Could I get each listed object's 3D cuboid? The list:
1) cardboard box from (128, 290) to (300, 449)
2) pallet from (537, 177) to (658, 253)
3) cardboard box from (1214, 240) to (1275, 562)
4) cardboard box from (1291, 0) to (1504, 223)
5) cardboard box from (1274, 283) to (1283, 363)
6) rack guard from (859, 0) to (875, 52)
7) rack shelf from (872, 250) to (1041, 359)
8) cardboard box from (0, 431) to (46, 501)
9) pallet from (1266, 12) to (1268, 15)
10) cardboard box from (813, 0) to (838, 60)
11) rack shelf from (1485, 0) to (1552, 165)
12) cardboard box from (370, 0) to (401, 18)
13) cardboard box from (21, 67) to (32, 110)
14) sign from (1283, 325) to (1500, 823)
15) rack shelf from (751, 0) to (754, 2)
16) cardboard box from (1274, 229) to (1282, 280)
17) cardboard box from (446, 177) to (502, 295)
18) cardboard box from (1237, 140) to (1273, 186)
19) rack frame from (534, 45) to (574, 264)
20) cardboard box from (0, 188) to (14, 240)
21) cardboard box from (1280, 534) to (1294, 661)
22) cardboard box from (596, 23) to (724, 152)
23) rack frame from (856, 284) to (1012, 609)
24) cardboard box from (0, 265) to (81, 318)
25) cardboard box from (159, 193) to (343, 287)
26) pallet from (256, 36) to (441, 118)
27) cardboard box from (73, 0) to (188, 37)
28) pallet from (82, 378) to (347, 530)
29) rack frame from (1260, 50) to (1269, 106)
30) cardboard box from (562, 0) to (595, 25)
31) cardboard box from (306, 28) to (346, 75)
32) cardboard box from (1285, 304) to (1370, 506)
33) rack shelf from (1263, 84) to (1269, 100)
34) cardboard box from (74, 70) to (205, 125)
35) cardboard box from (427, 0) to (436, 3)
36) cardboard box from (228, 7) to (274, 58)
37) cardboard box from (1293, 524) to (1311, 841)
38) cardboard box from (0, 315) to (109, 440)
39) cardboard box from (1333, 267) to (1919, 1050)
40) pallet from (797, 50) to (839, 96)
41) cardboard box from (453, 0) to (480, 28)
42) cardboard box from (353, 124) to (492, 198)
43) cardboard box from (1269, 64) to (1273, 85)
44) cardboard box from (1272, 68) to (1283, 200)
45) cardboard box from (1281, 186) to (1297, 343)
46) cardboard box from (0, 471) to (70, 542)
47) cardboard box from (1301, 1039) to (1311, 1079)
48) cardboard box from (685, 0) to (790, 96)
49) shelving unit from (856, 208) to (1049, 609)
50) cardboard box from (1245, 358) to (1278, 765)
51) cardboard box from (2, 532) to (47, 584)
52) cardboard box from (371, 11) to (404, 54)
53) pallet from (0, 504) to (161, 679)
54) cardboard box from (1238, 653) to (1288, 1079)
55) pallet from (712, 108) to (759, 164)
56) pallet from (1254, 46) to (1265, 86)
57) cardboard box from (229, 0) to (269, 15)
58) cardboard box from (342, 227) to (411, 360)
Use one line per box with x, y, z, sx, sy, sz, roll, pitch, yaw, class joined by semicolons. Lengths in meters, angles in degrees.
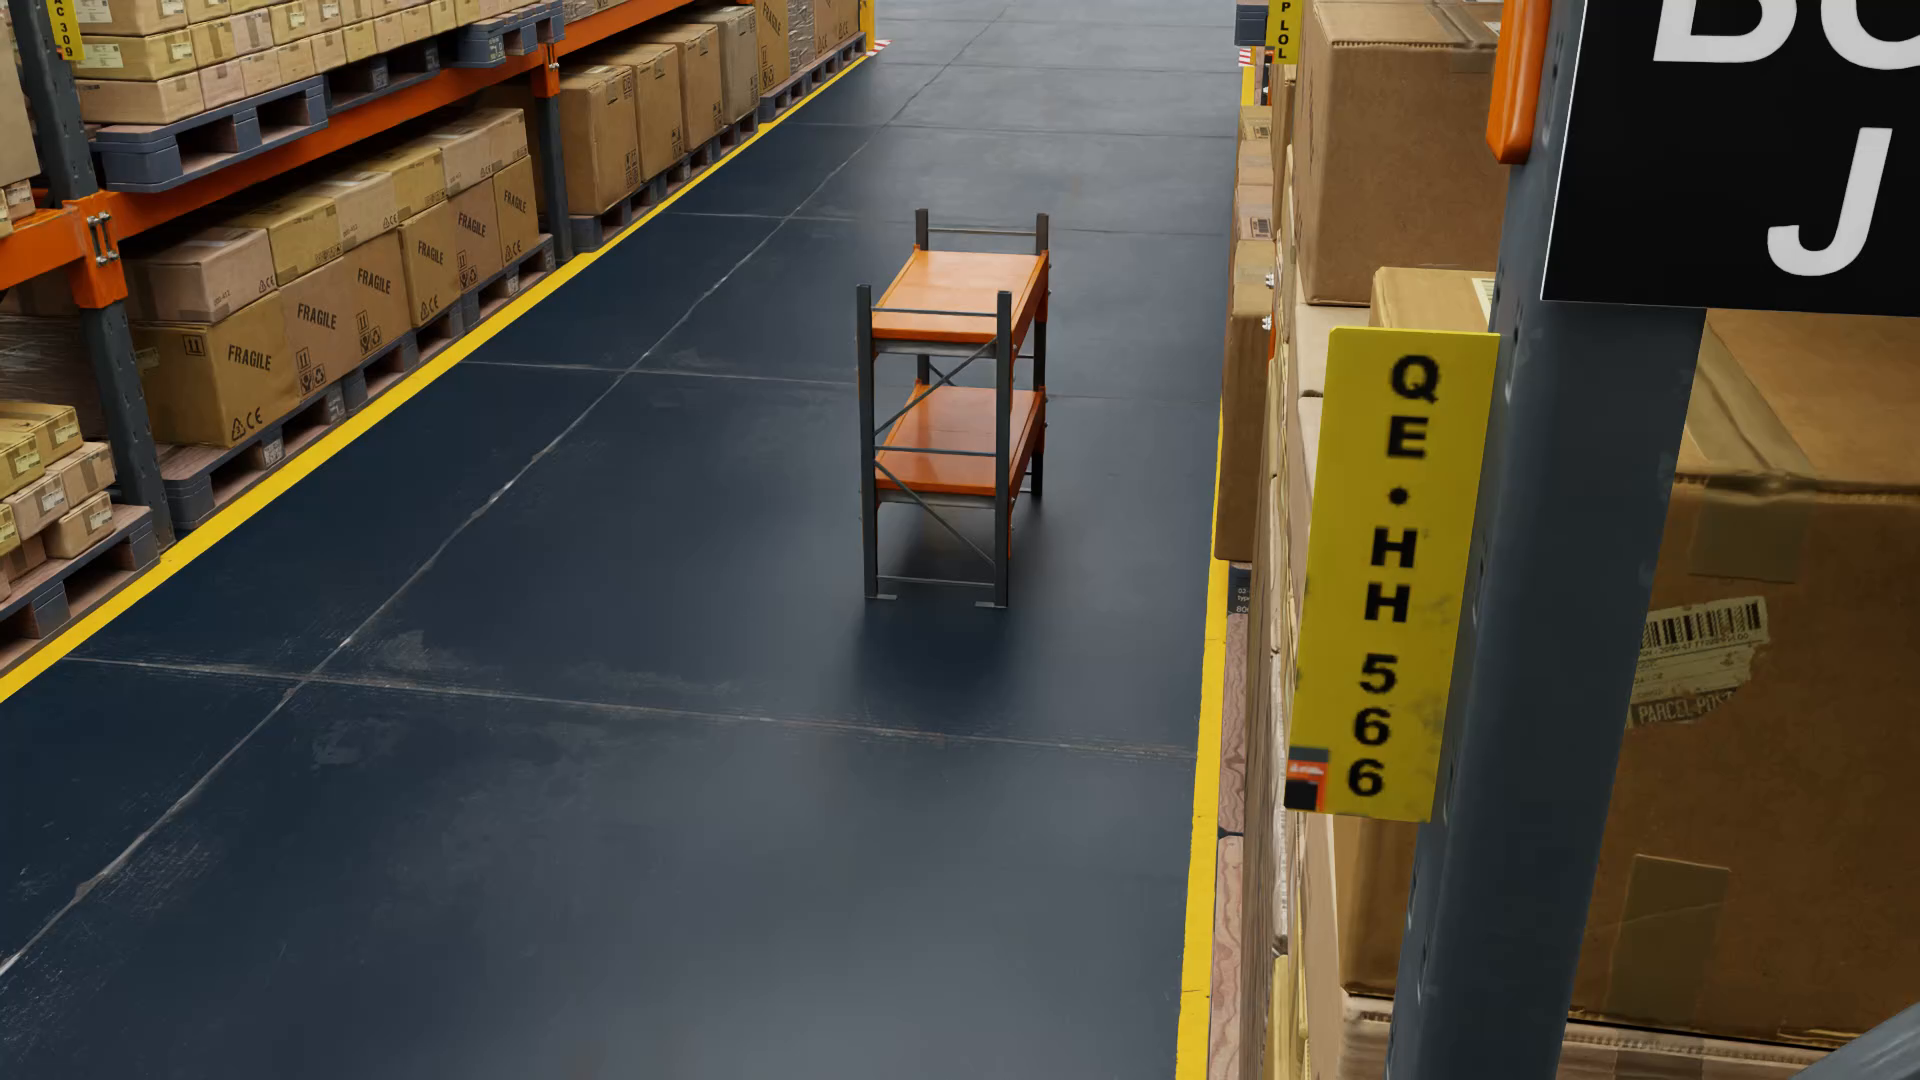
-3.049;-0.703;6.666;0.500;0.500;0.500;5;26;11;cardboard box
-2.574;-2.088;10.463;1.003;0.211;1.213;4;25;9;pallet
1.531;-0.465;5.716;1.225;0.875;0.875;4;25;9;cardboard box
1.027;-0.986;3.760;0.500;0.500;0.500;4;25;9;cardboard box
0.984;-0.533;4.148;0.380;0.149;0.250;5;26;10;cardboard box
-1.466;-5.251;16.878;1.175;0.500;0.348;4;25;9;rack guard
-0.001;-0.838;5.850;0.459;0.093;0.952;4;25;9;rack shelf
-3.235;-0.246;5.403;0.380;0.149;0.250;4;25;9;cardboard box
2.382;-3.385;10.169;1.003;0.211;1.213;4;25;9;pallet
-1.657;-4.944;15.285;0.875;0.875;0.875;4;25;8;cardboard box
1.119;-1.164;2.509;1.077;0.370;4.000;4;25;9;rack shelf
-2.659;-2.352;7.187;0.380;0.149;0.250;4;25;7;cardboard box
-3.562;-1.610;5.952;0.380;0.149;0.250;3;25;7;cardboard box
0.259;0.030;1.003;0.100;0.325;0.005;4;25;9;sign
-1.797;-5.210;14.692;1.077;0.370;4.000;4;25;9;rack shelf
1.069;-0.753;4.618;0.380;0.149;0.250;4;25;9;cardboard box
-2.716;-1.575;8.529;0.500;0.500;0.500;5;26;11;cardboard box
1.813;-1.209;7.306;1.225;0.875;0.875;4;25;9;cardboard box
-2.777;-3.027;9.178;1.000;3.000;0.127;4;25;9;rack frame
-3.181;-0.989;5.121;0.380;0.149;0.250;3;25;7;cardboard box
0.733;0.111;2.770;0.380;0.149;0.250;4;25;9;cardboard box
-2.298;-3.202;11.711;1.050;0.750;0.750;4;25;9;cardboard box
-0.084;-0.294;5.551;0.500;1.125;0.032;4;25;9;rack frame
-3.559;-1.081;6.589;0.500;0.250;0.500;3;25;7;cardboard box
-2.965;-1.265;6.983;0.500;0.250;0.500;5;25;10;cardboard box
-3.061;-2.109;7.444;1.003;0.211;1.213;4;25;9;pallet
-2.913;-1.833;5.726;0.380;0.149;0.250;5;26;11;cardboard box
-3.305;-0.417;6.891;1.003;0.211;1.213;4;25;9;pallet
2.753;-4.314;11.928;1.000;3.000;0.127;4;25;9;rack frame
-2.438;-3.241;9.518;0.500;0.500;0.500;4;25;9;cardboard box
-2.745;-1.995;6.775;0.380;0.149;0.250;3;25;6;cardboard box
0.857;-0.226;3.021;0.500;0.250;0.500;4;25;9;cardboard box
2.426;-3.152;10.293;1.077;0.370;4.000;4;25;9;rack shelf
-2.913;-1.563;5.852;0.380;0.149;0.250;3;25;6;cardboard box
-2.576;-2.569;7.651;0.380;0.149;0.250;4;25;8;cardboard box
-2.831;-1.914;6.252;0.380;0.149;0.250;5;25;10;cardboard box
0.693;0.205;2.100;0.500;0.250;0.500;4;25;8;cardboard box
-3.559;-0.739;6.744;0.500;0.500;0.500;4;25;8;cardboard box
0.612;0.077;1.490;0.500;0.500;0.500;4;25;9;cardboard box
-1.725;-4.261;15.104;1.003;0.211;1.213;4;25;9;pallet
-2.533;-2.550;7.960;0.380;0.149;0.250;4;25;8;cardboard box
-2.702;-1.908;8.357;0.500;0.250;0.500;4;25;9;cardboard box
1.669;-2.286;7.477;0.500;0.500;0.500;3;25;7;cardboard box
1.340;-1.434;5.658;0.500;0.500;0.500;5;26;10;cardboard box
1.024;-0.649;3.924;0.500;0.250;0.500;4;25;8;cardboard box
-3.201;-0.120;5.484;0.380;0.149;0.250;3;25;6;cardboard box
0.525;0.647;1.626;0.380;0.149;0.250;5;25;10;cardboard box
-1.952;-4.186;13.665;0.875;0.875;0.875;4;25;9;cardboard box
-0.001;-0.507;6.006;0.538;1.125;1.048;4;25;9;shelving unit
1.259;0.075;4.563;0.875;0.875;0.875;4;25;9;cardboard box
-3.284;0.038;5.499;0.380;0.149;0.250;5;25;10;cardboard box
-2.661;-2.215;7.244;0.380;0.149;0.250;3;25;6;cardboard box
-3.506;0.192;5.590;1.003;0.211;1.213;4;25;9;pallet
0.966;0.823;2.964;0.875;0.875;0.875;4;25;9;cardboard box
-2.175;-3.109;12.643;1.003;0.211;1.213;4;25;9;pallet
3.227;-4.355;15.304;1.003;0.211;1.213;4;25;9;pallet
-2.829;-2.057;6.205;0.380;0.149;0.250;4;25;9;cardboard box
-2.892;-1.144;7.609;0.500;0.500;0.500;4;25;9;cardboard box
